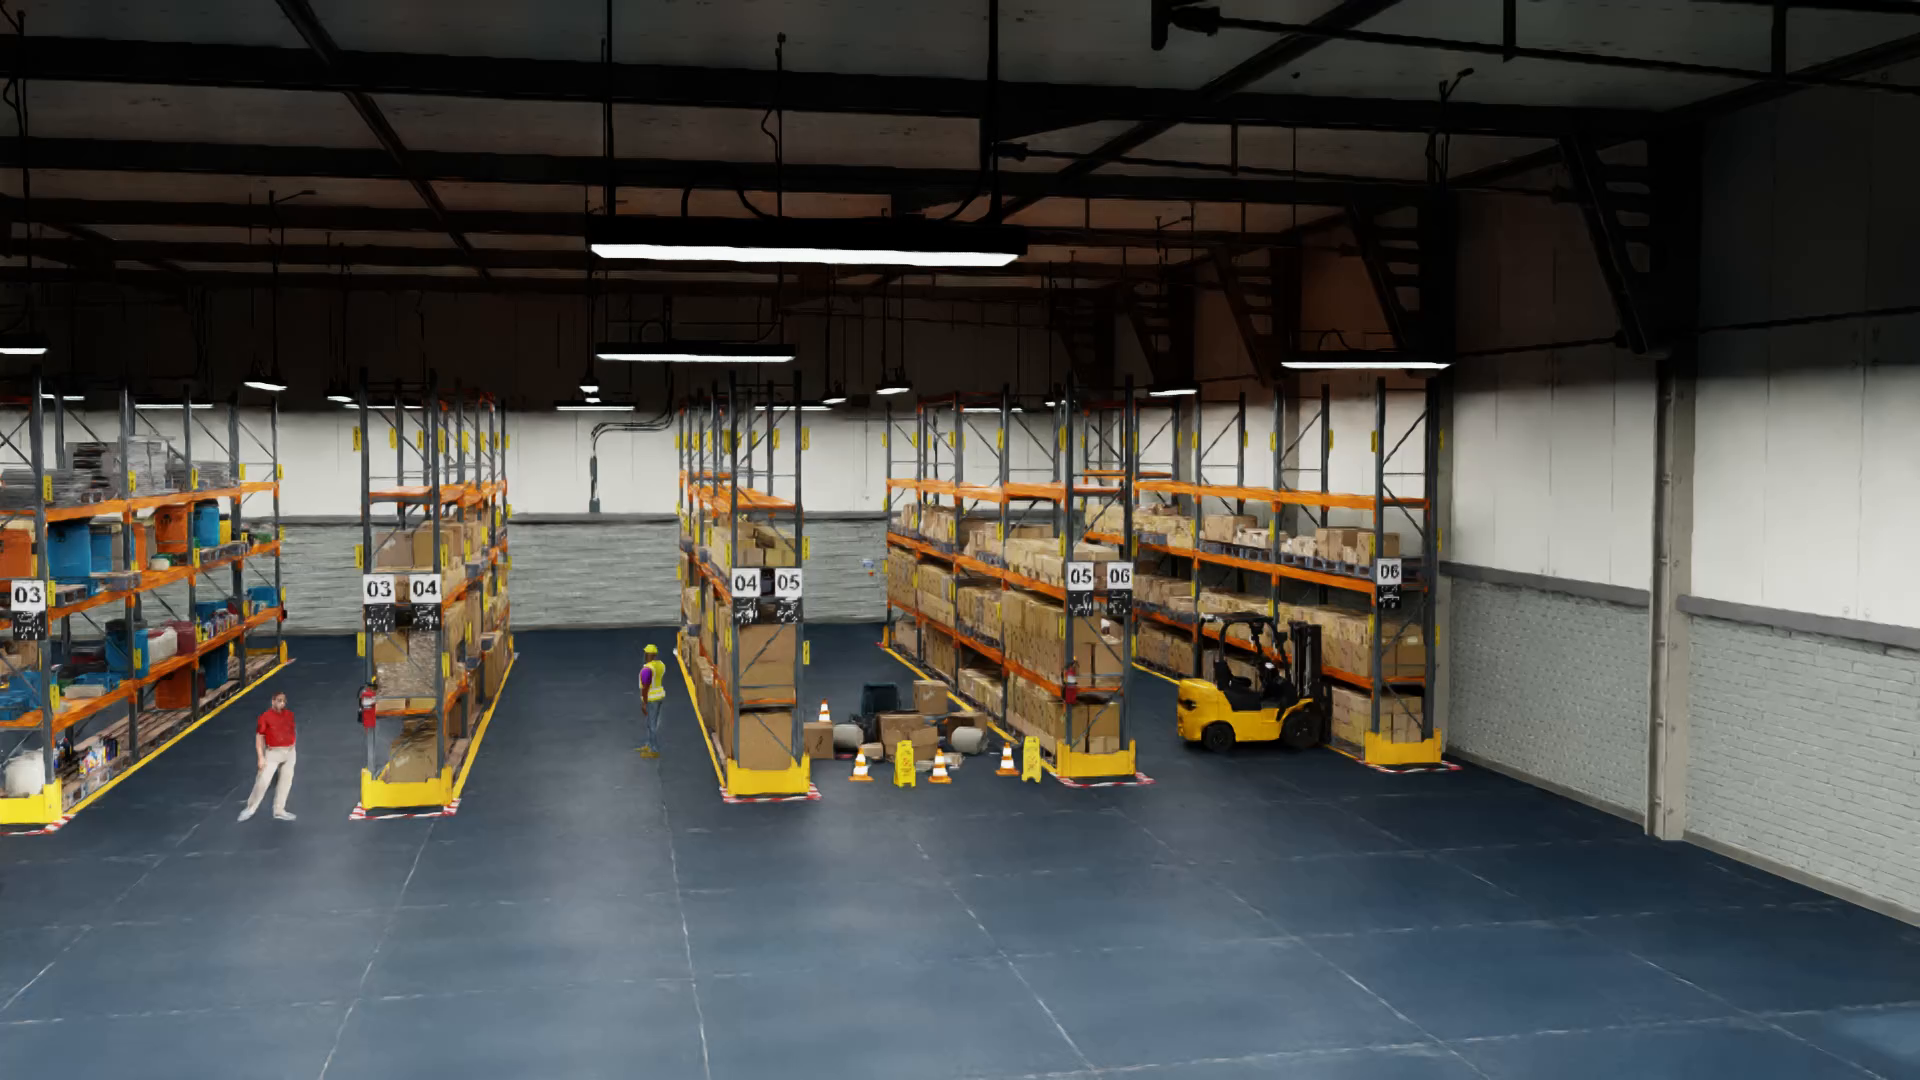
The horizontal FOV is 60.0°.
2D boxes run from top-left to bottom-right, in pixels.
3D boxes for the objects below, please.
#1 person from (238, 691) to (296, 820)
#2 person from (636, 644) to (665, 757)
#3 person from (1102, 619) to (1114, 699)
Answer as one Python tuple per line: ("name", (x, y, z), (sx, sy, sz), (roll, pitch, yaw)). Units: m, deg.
("person", (-9.105, 2.842, 21.881), (0.547, 1.718, 0.729), (2, 4, 36))
("person", (-4.950, 2.531, 26.423), (0.502, 1.764, 0.624), (1, 4, 15))
("person", (2.622, 2.309, 29.982), (0.457, 1.783, 0.618), (-3, 5, -44))
